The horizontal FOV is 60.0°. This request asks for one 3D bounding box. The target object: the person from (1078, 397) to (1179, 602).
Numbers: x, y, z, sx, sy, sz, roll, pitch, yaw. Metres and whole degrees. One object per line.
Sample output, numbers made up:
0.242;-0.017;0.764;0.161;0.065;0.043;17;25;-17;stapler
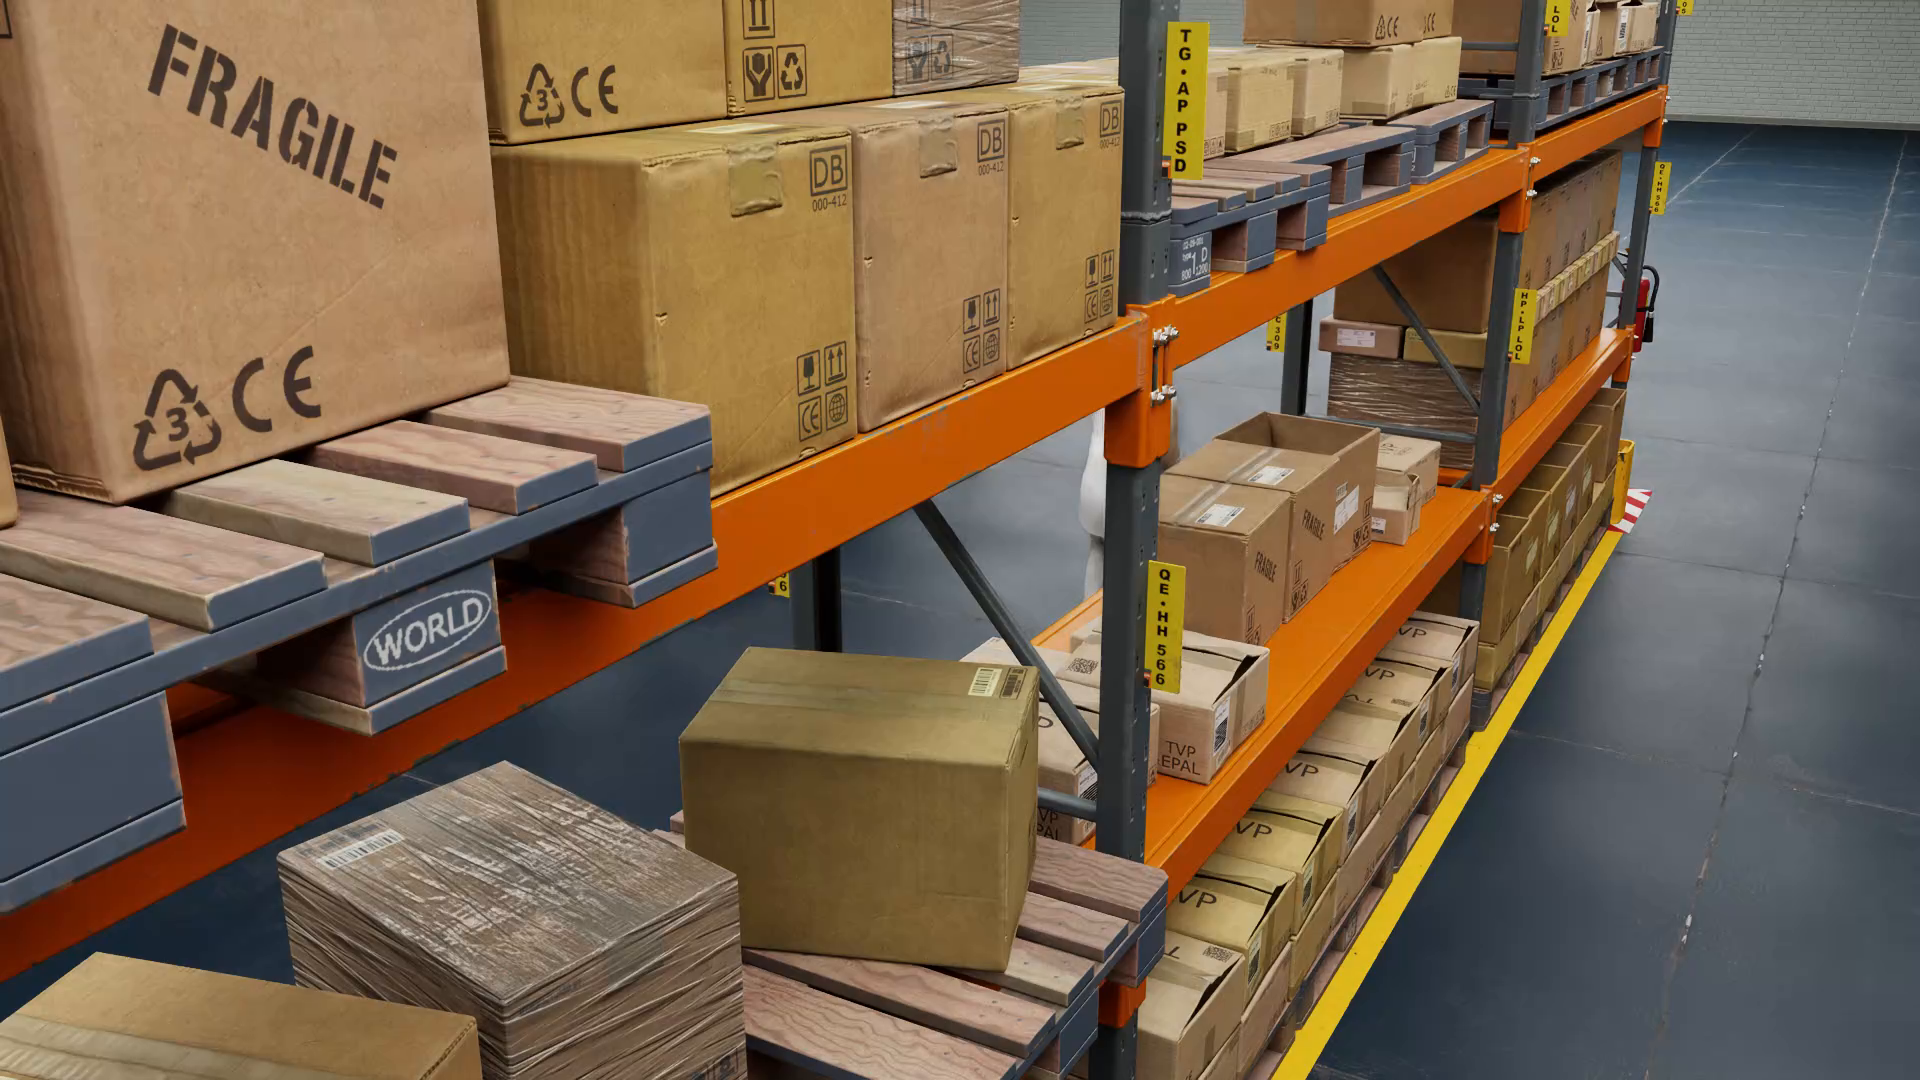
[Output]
0.928;-0.285;8.975;0.534;1.742;0.603;10;22;28;person
